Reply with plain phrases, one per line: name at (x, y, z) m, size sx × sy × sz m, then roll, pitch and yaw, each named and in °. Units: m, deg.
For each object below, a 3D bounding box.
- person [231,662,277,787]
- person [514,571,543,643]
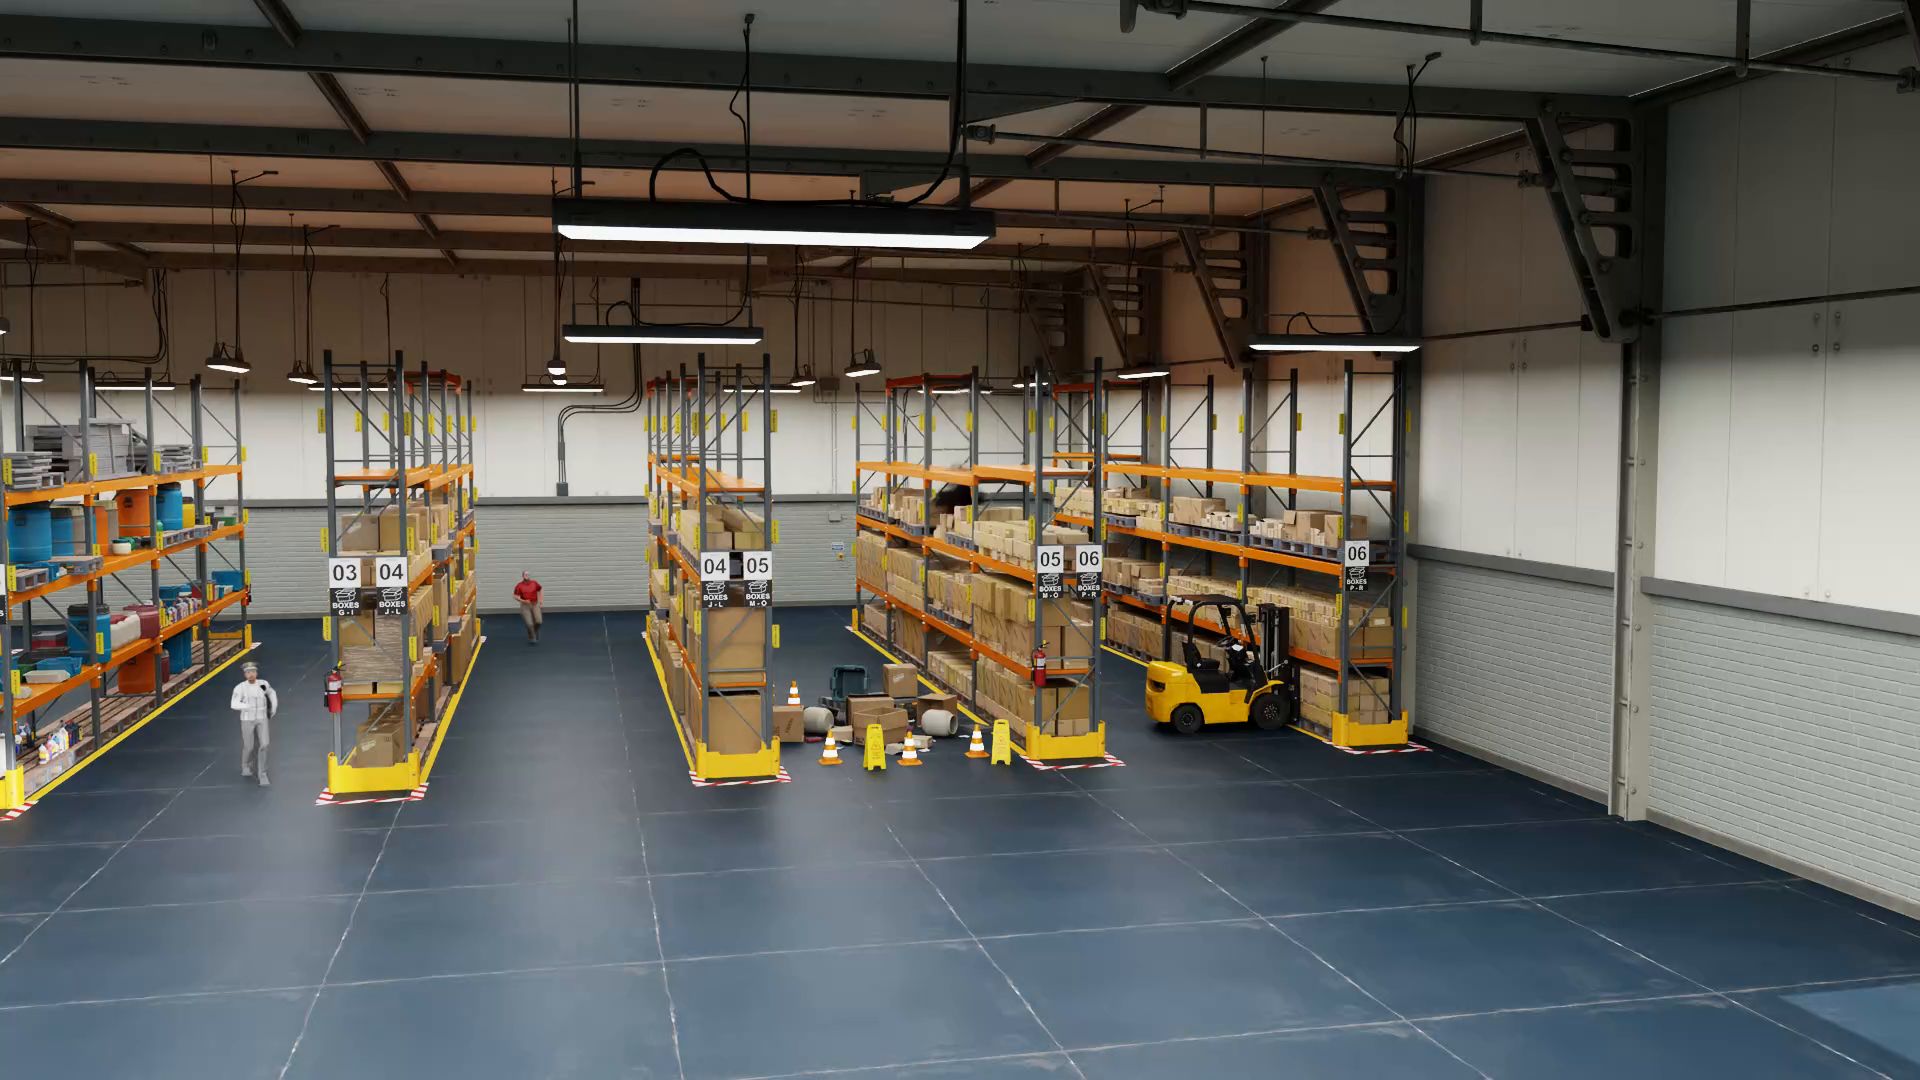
person at (-9.859, 2.553, 23.268) m, size 0.621 × 1.727 × 0.831 m, roll -2°, pitch 5°, yaw -30°
person at (-9.818, 1.528, 37.915) m, size 0.678 × 1.654 × 0.551 m, roll -2°, pitch 4°, yaw -23°
